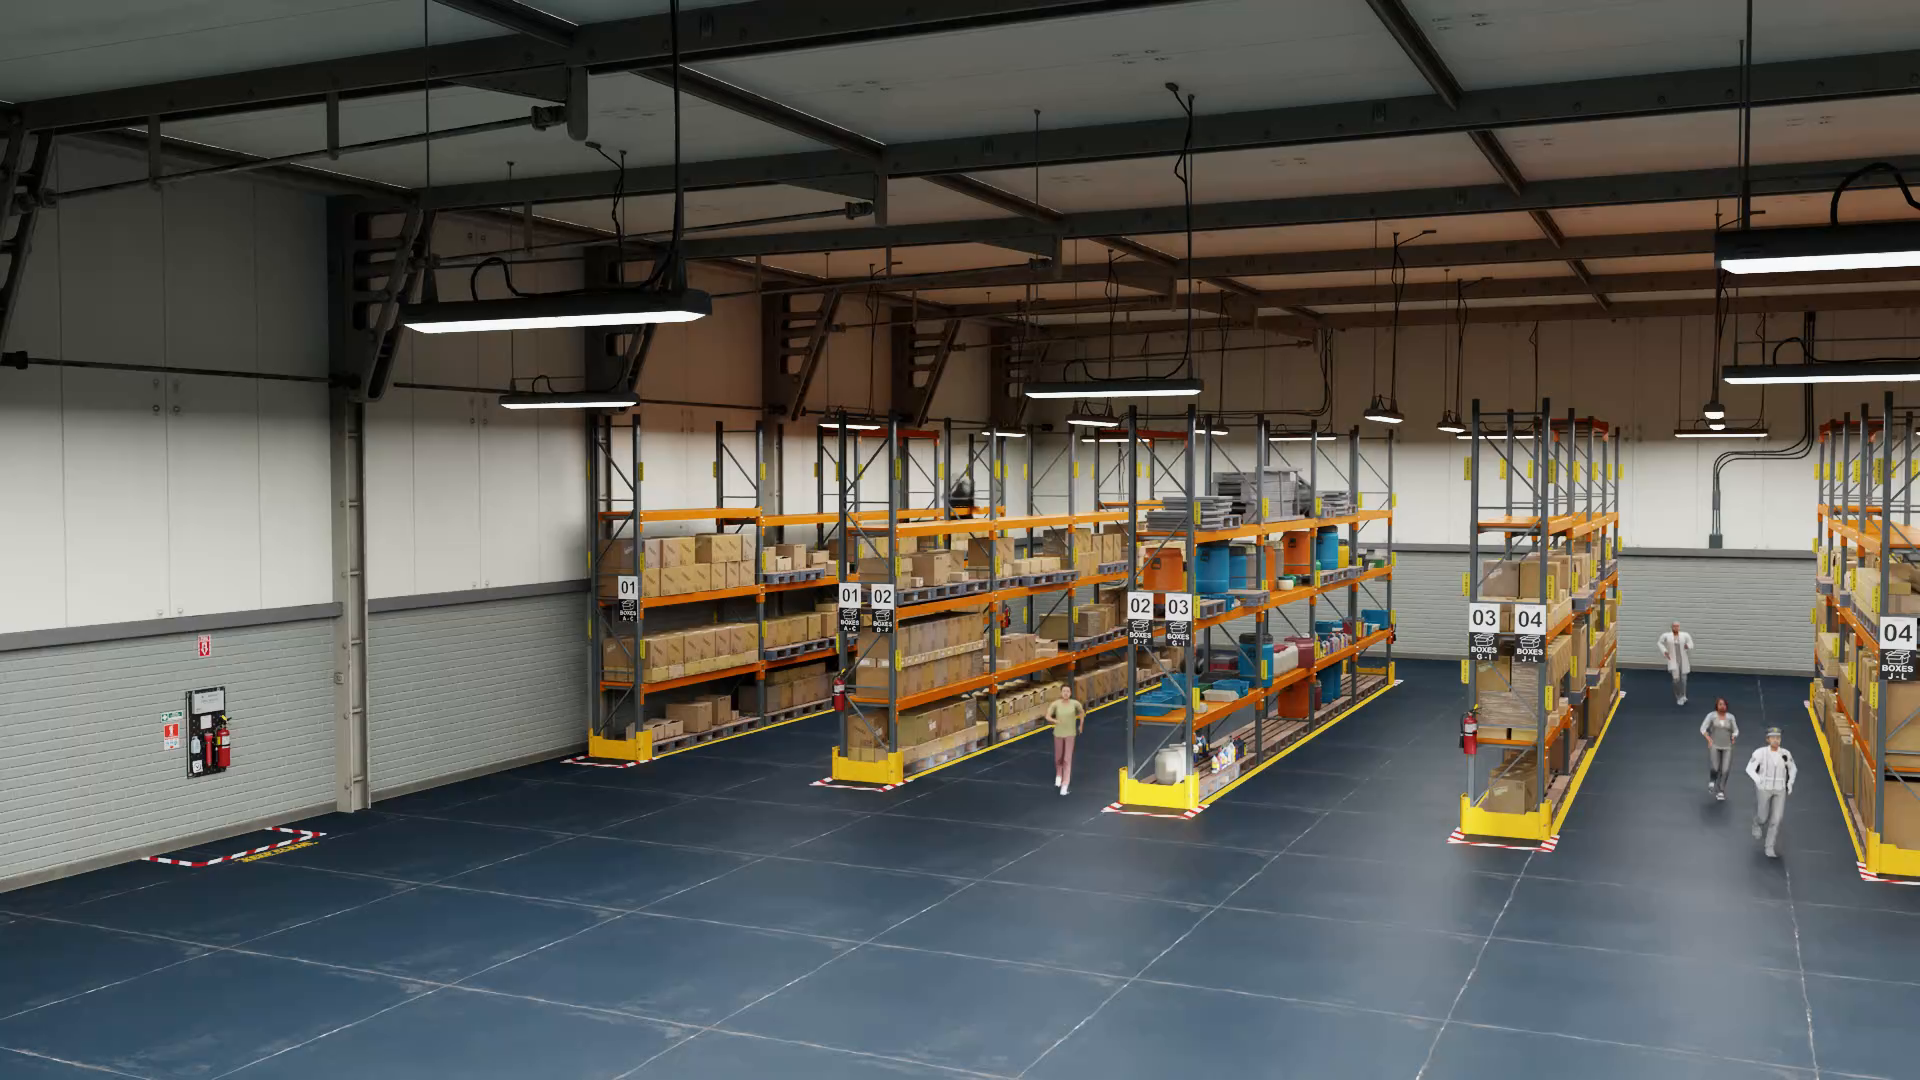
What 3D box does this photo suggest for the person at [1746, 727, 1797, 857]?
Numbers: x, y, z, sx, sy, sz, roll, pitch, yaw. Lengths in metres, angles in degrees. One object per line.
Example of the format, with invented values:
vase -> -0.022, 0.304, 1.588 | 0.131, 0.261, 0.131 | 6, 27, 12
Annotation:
person -> 10.687, 3.281, 21.886 | 0.634, 1.676, 0.716 | 1, 2, 13

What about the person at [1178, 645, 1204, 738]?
person -> 4.403, 2.885, 31.571 | 0.663, 1.651, 0.940 | 1, 3, 25

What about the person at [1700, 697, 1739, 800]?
person -> 11.591, 3.187, 25.344 | 0.534, 1.540, 0.552 | 1, 2, 16

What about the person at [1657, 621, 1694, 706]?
person -> 15.420, 2.664, 35.794 | 0.703, 1.837, 0.803 | 1, 2, 13

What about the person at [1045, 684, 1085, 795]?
person -> 1.640, 3.084, 26.030 | 0.616, 1.676, 0.873 | 0, 2, 4
